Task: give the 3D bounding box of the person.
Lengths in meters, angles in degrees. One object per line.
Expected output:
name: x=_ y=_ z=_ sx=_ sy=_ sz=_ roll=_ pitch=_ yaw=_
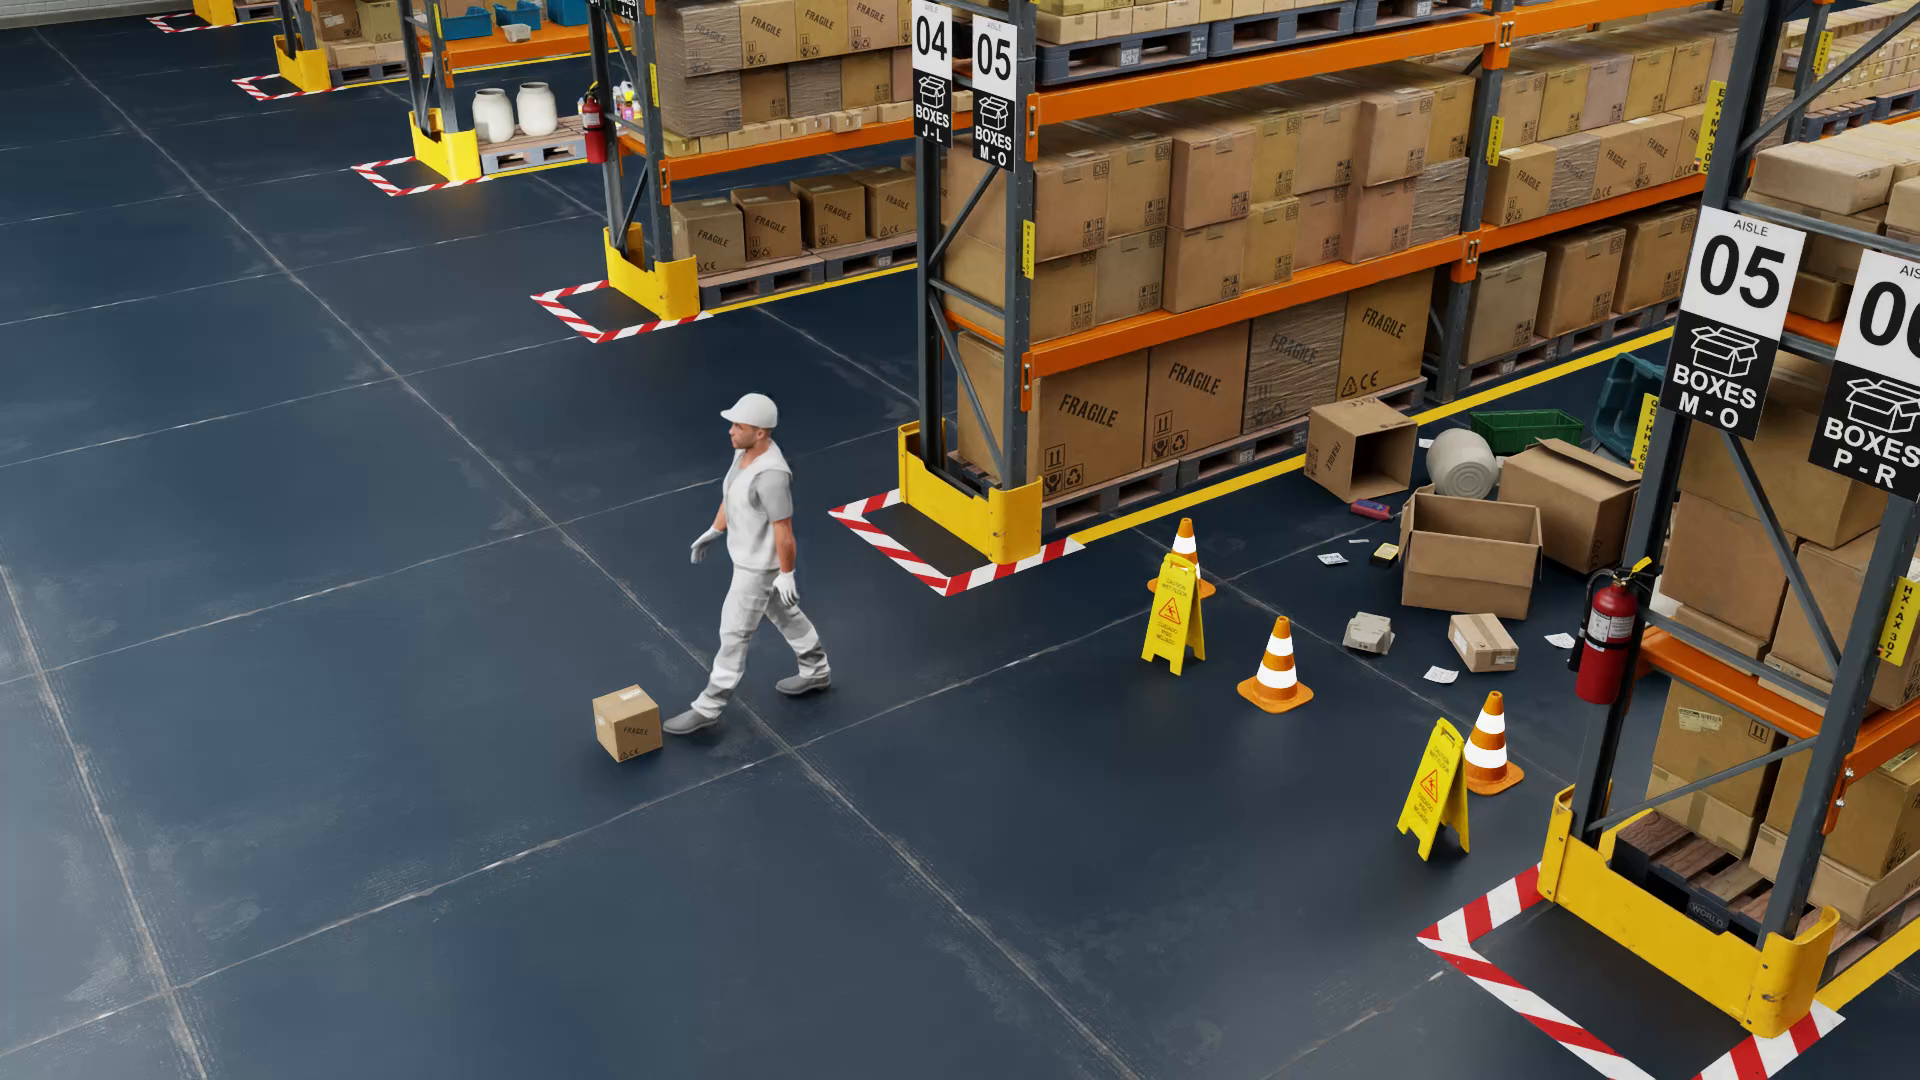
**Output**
person: x=-1.133 y=0.091 z=8.407 sx=0.944 sy=1.738 sz=0.568 roll=-8 pitch=29 yaw=-15
